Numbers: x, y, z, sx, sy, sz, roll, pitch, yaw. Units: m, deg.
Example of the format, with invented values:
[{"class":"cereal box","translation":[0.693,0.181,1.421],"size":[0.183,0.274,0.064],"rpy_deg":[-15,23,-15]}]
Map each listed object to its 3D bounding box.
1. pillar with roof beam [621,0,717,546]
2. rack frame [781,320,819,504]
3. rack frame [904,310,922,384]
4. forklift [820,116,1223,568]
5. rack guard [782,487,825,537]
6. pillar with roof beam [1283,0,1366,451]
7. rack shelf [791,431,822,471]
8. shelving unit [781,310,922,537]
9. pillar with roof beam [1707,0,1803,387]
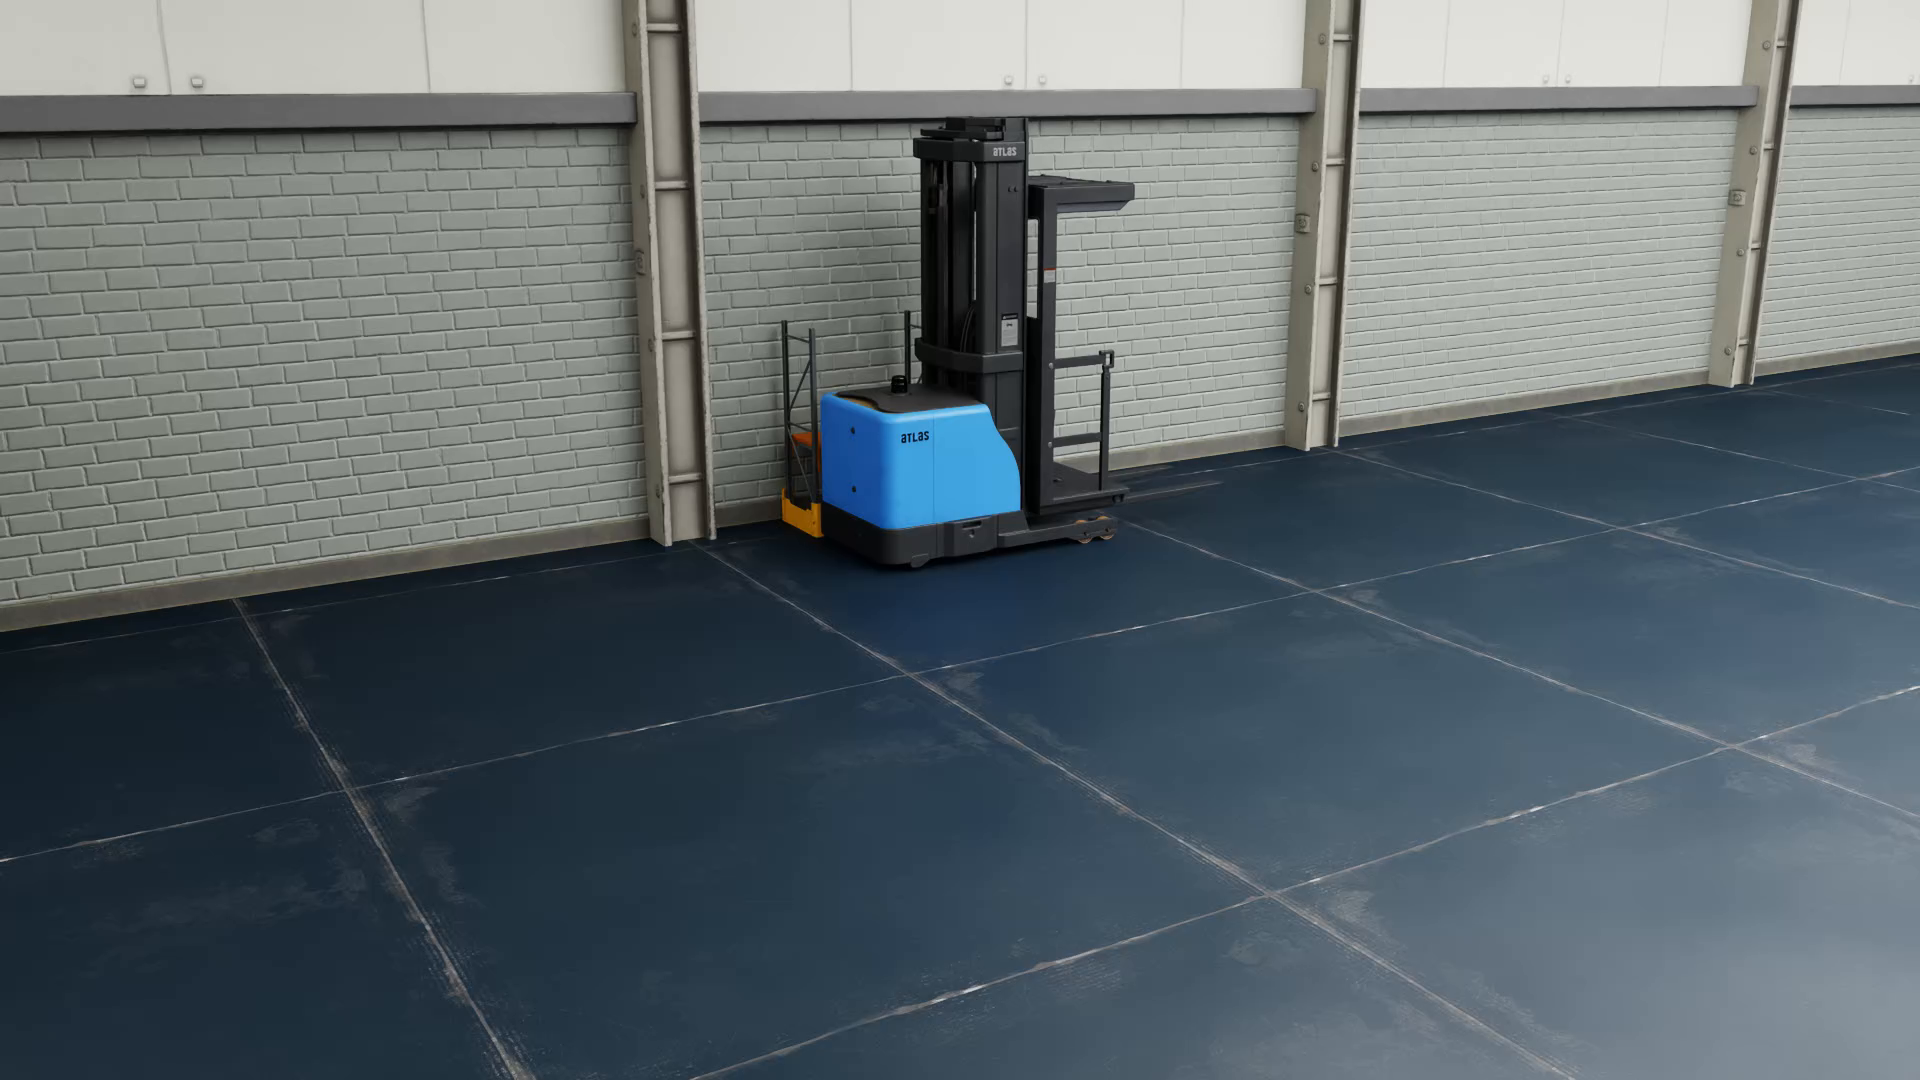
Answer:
[{"class":"pillar with roof beam","translation":[0.222,-3.355,7.206],"size":[0.400,9.000,9.100],"rpy_deg":[-9,18,-30]},{"class":"rack frame","translation":[-1.152,-0.812,12.027],"size":[0.032,1.500,0.500],"rpy_deg":[-9,18,-30]},{"class":"rack frame","translation":[-0.279,-0.953,12.530],"size":[0.032,1.500,0.500],"rpy_deg":[-9,18,-30]},{"class":"forklift","translation":[0.538,-1.500,11.829],"size":[3.031,2.935,1.130],"rpy_deg":[-9,18,-30]},{"class":"rack guard","translation":[-1.151,-0.210,12.196],"size":[0.087,0.250,0.587],"rpy_deg":[-9,18,-30]},{"class":"pillar with roof beam","translation":[5.365,-4.189,10.181],"size":[0.400,9.000,9.100],"rpy_deg":[-9,18,-30]},{"class":"rack shelf","translation":[-0.716,-0.709,12.327],"size":[1.000,0.185,0.538],"rpy_deg":[-9,18,-30]},{"class":"shelving unit","translation":[-0.723,-0.881,12.274],"size":[1.083,1.500,0.587],"rpy_deg":[-9,18,-30]},{"class":"pillar with roof beam","translation":[10.508,-5.023,13.157],"size":[0.400,9.000,9.100],"rpy_deg":[-9,18,-30]}]
